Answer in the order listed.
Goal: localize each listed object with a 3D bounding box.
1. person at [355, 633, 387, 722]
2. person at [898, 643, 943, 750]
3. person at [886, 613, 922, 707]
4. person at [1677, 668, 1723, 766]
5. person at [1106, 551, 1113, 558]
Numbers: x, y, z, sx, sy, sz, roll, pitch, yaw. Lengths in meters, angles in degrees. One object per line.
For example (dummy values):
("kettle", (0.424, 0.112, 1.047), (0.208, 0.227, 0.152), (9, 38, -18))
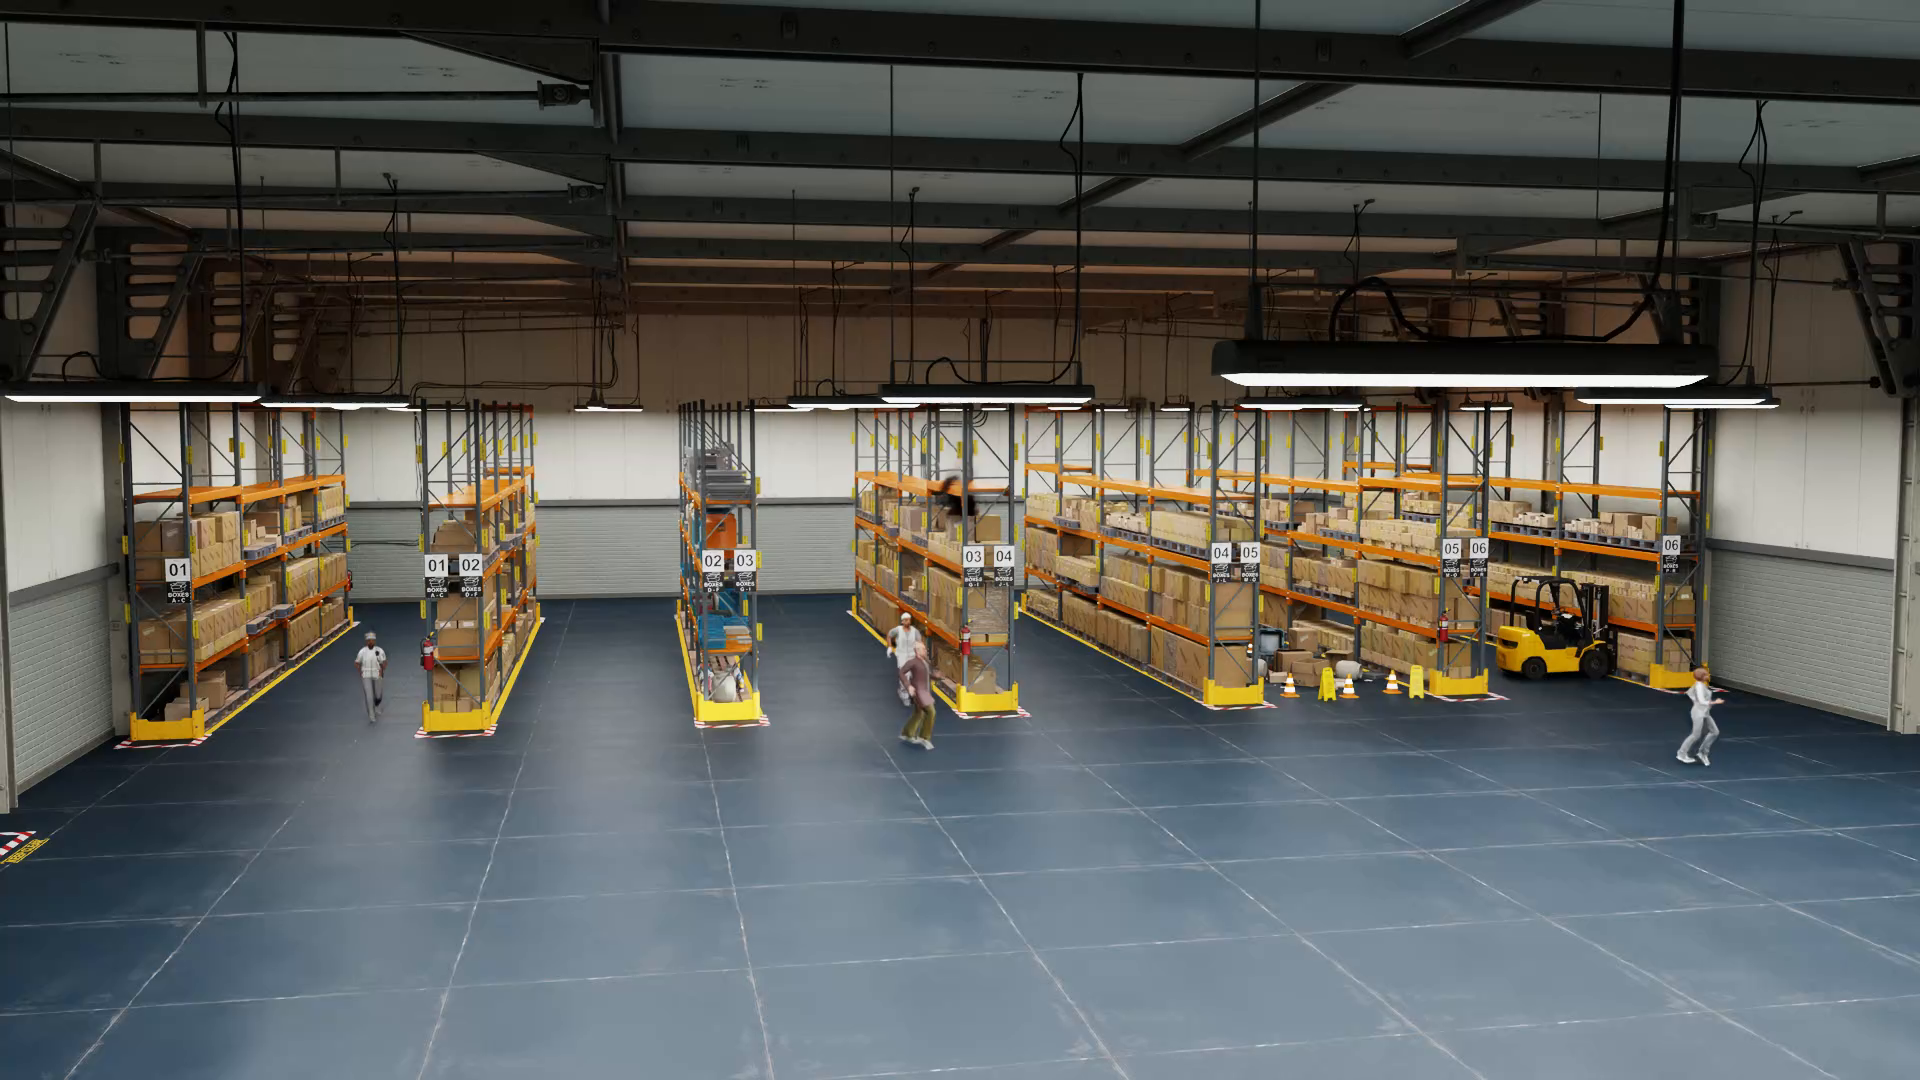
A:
("person", (-11.024, 2.548, 31.132), (0.574, 1.650, 0.587), (-2, 5, -21))
("person", (-0.673, 2.686, 28.561), (0.823, 1.840, 0.674), (1, 5, 18))
("person", (-1.084, 2.346, 32.839), (0.643, 1.844, 0.876), (-2, 5, -25))
("person", (12.065, 2.882, 27.065), (0.678, 1.621, 0.507), (3, 5, 34))
("person", (4.533, 1.183, 50.384), (0.658, 1.518, 0.508), (-1, 4, -9))
